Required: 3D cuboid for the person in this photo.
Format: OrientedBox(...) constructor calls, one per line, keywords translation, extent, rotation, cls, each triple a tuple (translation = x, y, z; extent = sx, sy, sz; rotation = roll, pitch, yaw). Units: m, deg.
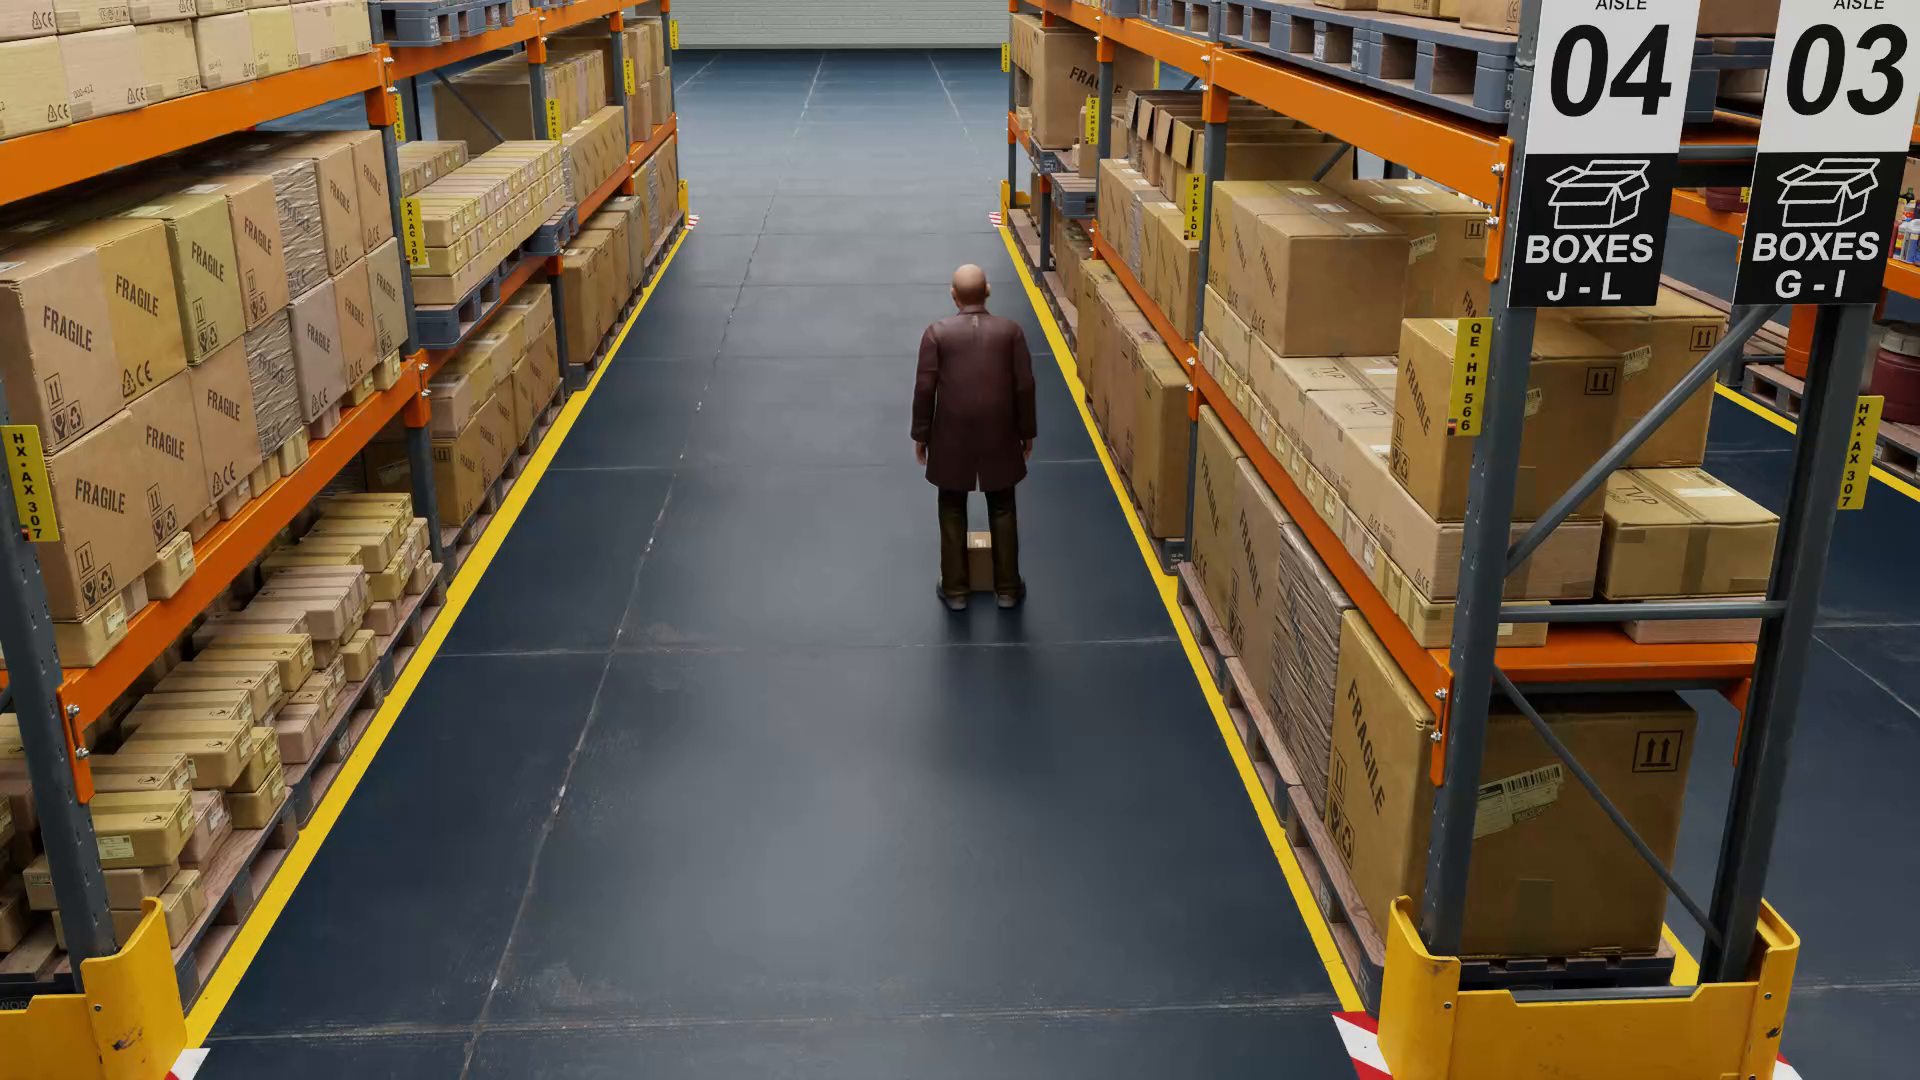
OrientedBox(translation=(0.074, -0.516, 8.509), extent=(0.650, 1.774, 0.418), rotation=(-1, 20, -4), cls="person")
